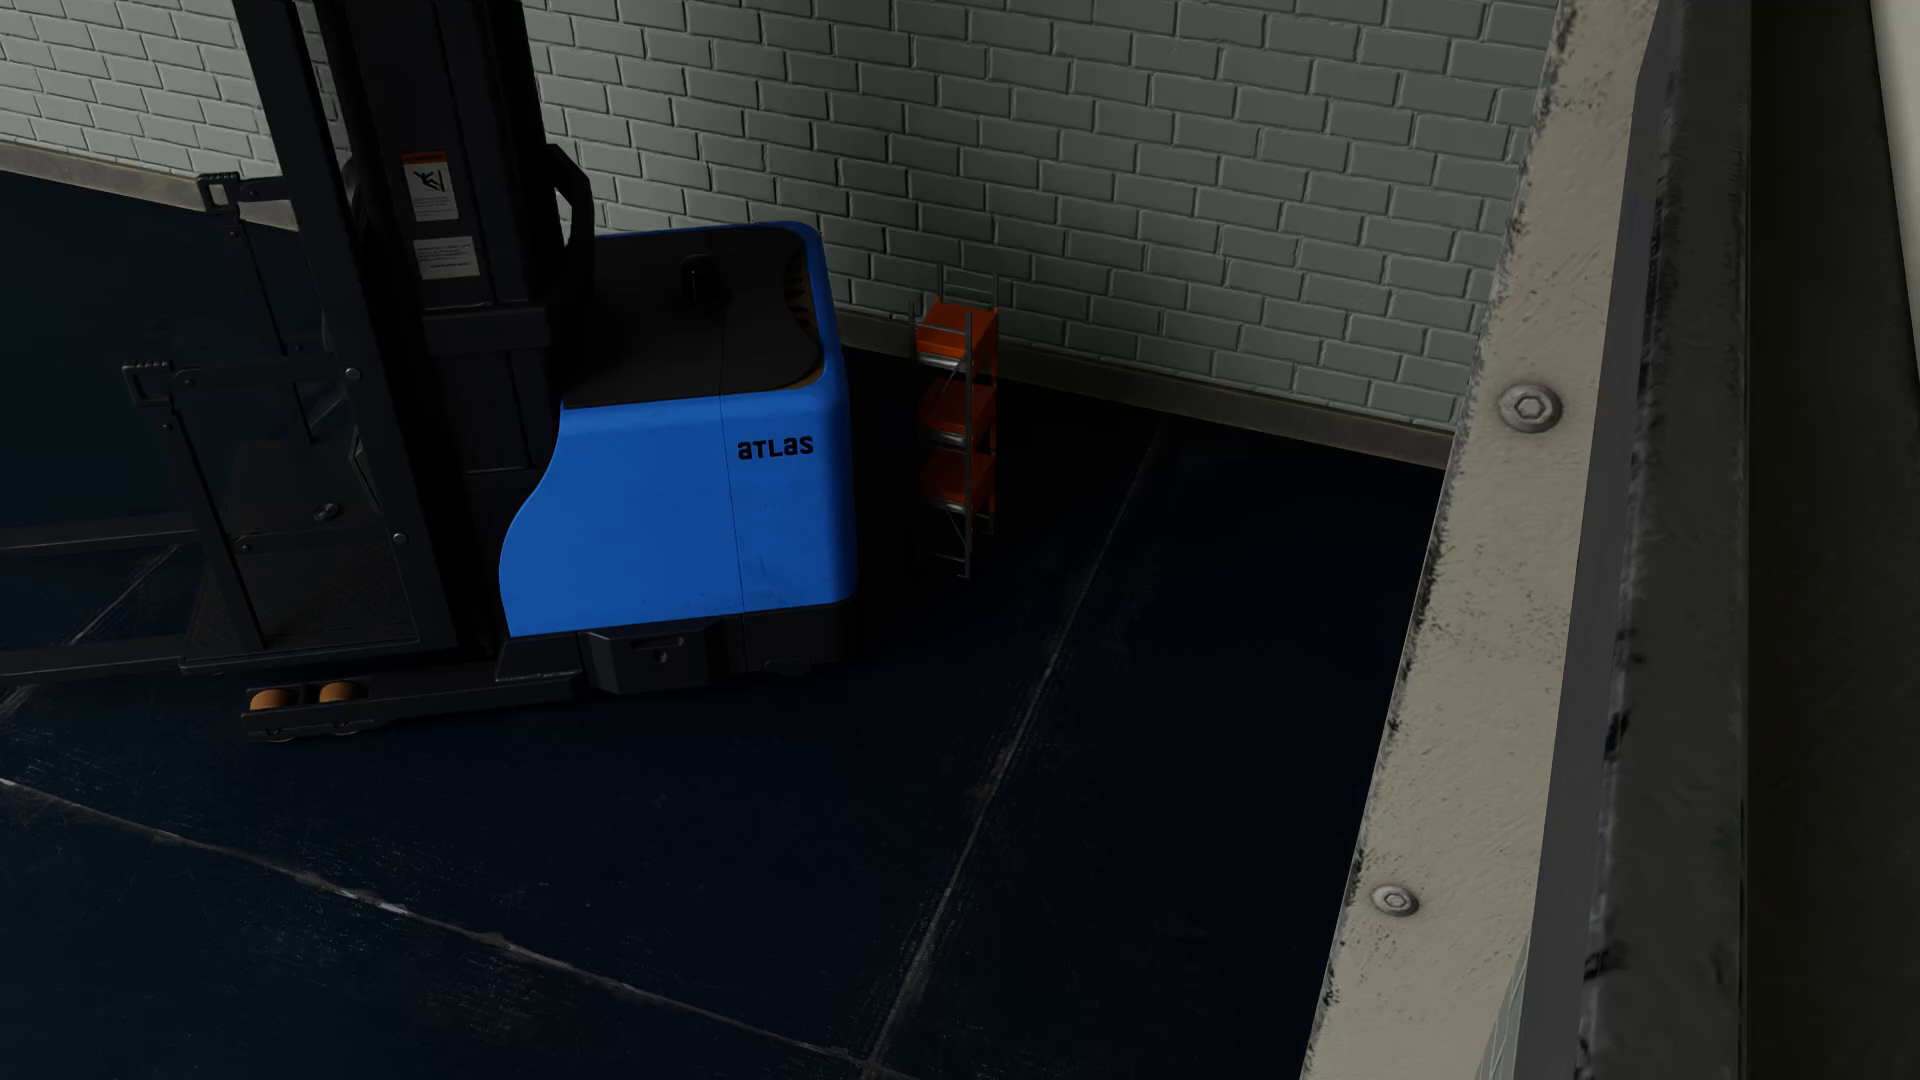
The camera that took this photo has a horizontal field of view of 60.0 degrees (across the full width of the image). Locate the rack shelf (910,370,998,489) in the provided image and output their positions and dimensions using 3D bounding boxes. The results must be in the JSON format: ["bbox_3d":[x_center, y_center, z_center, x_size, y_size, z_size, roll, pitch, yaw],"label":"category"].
[{"bbox_3d":[-0.018,-0.359,5.378,0.215,0.259,0.240,13,42,15],"label":"rack shelf"}]

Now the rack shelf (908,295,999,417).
[{"bbox_3d":[-0.018,-0.575,5.194,0.215,0.259,0.240,13,42,15],"label":"rack shelf"}]

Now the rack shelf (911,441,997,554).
[{"bbox_3d":[-0.018,-0.147,5.558,0.215,0.259,0.240,13,42,15],"label":"rack shelf"}]

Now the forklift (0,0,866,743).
[{"bbox_3d":[-1.860,-0.872,4.514,3.031,2.935,1.130,-6,41,-7],"label":"forklift"}]

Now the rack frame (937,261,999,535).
[{"bbox_3d":[0.023,-0.441,5.458,0.200,1.050,0.008,13,42,15],"label":"rack frame"}]

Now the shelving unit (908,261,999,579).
[{"bbox_3d":[-0.018,-0.367,5.371,0.215,1.050,0.252,13,42,15],"label":"shelving unit"}]

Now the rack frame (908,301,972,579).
[{"bbox_3d":[-0.060,-0.292,5.284,0.200,1.050,0.008,13,42,15],"label":"rack frame"}]
